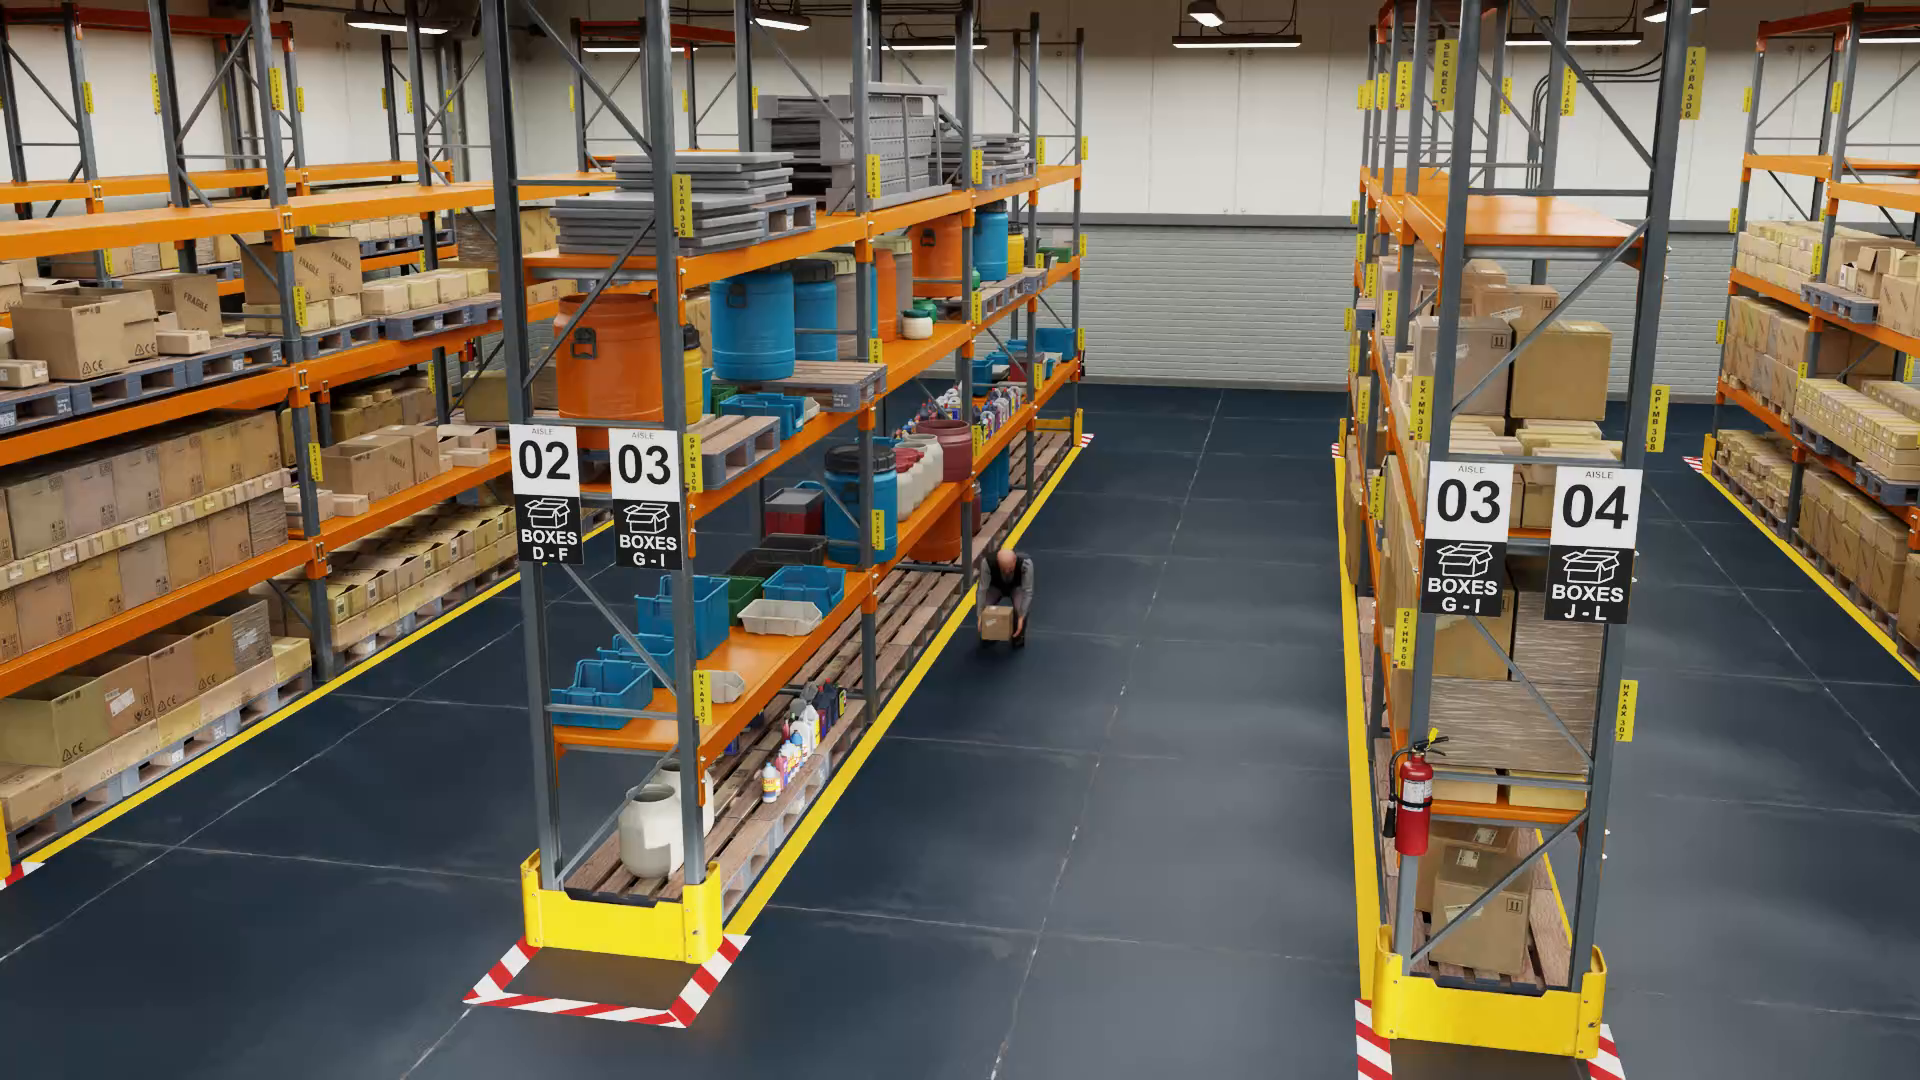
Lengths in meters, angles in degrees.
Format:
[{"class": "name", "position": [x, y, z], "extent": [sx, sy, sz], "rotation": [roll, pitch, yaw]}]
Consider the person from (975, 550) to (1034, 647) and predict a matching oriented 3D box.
[{"class": "person", "position": [0.442, 0.505, 15.541], "extent": [0.547, 1.009, 0.848], "rotation": [3, 15, 11]}]
